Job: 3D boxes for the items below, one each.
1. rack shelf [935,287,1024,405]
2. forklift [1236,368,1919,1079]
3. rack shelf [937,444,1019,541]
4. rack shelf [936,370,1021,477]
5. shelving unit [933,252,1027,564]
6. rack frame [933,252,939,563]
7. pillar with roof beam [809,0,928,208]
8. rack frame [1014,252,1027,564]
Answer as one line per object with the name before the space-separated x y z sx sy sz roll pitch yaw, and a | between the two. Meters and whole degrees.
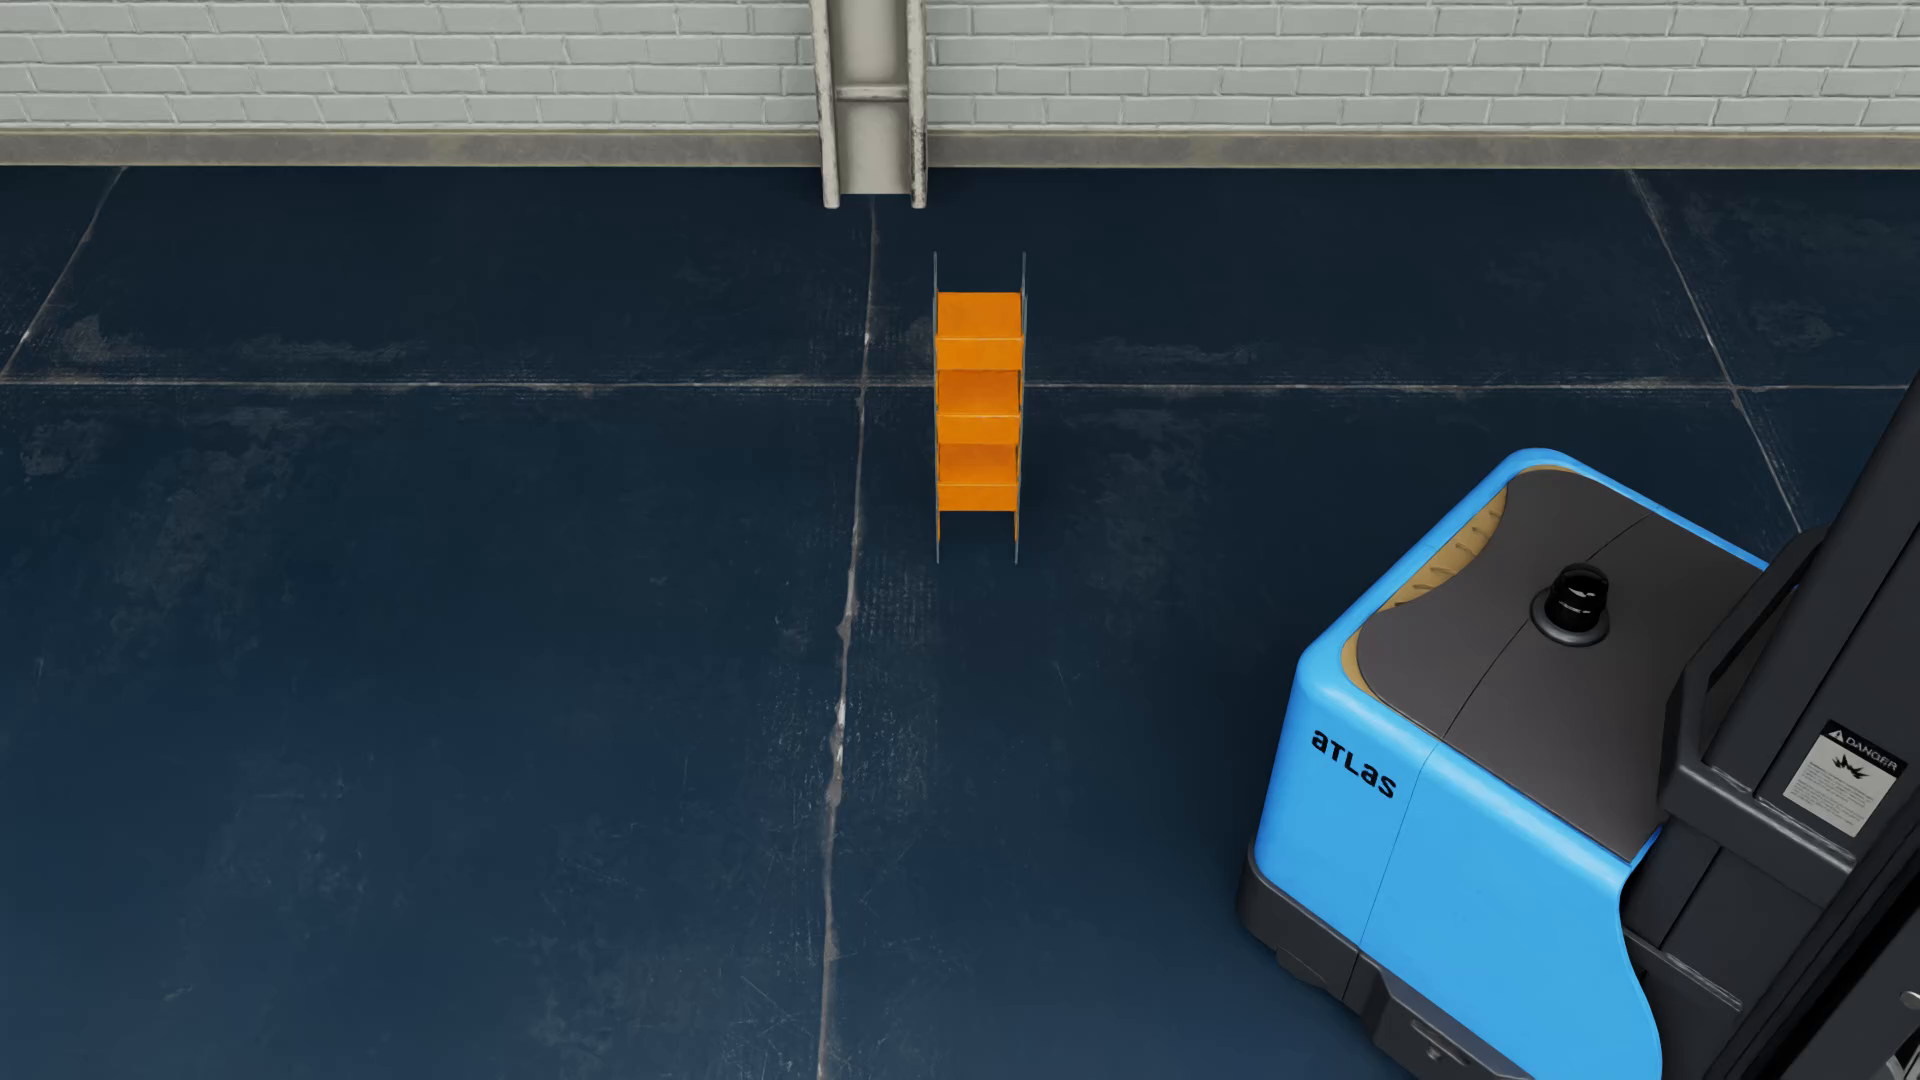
rack shelf | 0.053 -0.544 4.666 0.240 0.259 0.215 0 47 0
forklift | 2.122 0.484 2.797 3.031 2.935 1.130 35 56 28
rack shelf | 0.054 -0.161 5.077 0.240 0.259 0.215 0 47 0
rack shelf | 0.053 -0.350 4.873 0.240 0.259 0.215 0 47 0
shelving unit | 0.053 -0.358 4.866 0.252 1.050 0.215 0 47 0
rack frame | -0.069 -0.358 4.866 0.008 1.050 0.200 0 47 0
pillar with roof beam | -0.344 -1.317 0.328 0.400 9.000 9.100 0 47 0
rack frame | 0.176 -0.357 4.865 0.008 1.050 0.200 0 47 0
